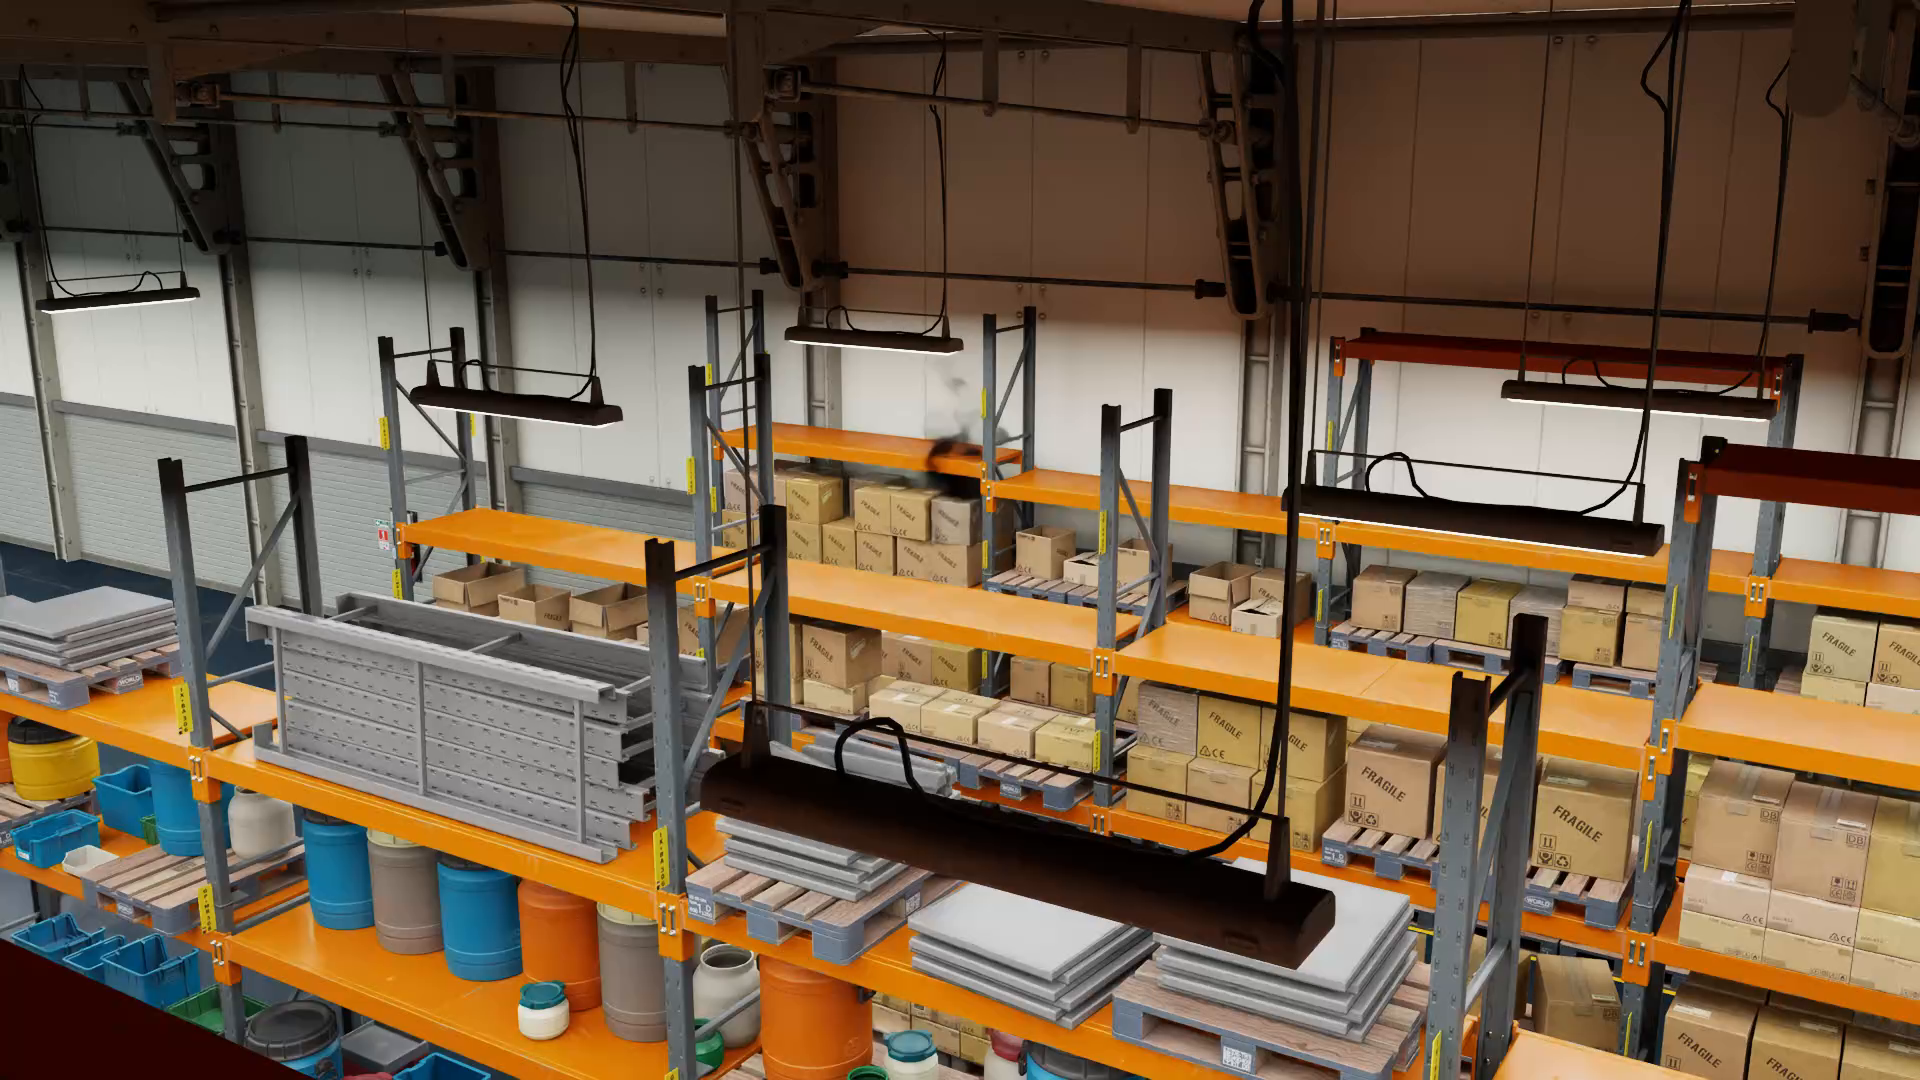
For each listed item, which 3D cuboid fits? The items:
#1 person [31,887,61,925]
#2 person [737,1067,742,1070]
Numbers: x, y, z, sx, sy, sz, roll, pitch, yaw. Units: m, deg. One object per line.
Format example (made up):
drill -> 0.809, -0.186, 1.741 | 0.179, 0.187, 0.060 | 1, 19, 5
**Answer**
person -> -9.223, 3.170, 17.139 | 0.794, 1.628, 0.600 | -11, 18, -37
person -> -1.595, 4.351, 11.850 | 0.969, 1.761, 0.655 | 9, 16, 31
